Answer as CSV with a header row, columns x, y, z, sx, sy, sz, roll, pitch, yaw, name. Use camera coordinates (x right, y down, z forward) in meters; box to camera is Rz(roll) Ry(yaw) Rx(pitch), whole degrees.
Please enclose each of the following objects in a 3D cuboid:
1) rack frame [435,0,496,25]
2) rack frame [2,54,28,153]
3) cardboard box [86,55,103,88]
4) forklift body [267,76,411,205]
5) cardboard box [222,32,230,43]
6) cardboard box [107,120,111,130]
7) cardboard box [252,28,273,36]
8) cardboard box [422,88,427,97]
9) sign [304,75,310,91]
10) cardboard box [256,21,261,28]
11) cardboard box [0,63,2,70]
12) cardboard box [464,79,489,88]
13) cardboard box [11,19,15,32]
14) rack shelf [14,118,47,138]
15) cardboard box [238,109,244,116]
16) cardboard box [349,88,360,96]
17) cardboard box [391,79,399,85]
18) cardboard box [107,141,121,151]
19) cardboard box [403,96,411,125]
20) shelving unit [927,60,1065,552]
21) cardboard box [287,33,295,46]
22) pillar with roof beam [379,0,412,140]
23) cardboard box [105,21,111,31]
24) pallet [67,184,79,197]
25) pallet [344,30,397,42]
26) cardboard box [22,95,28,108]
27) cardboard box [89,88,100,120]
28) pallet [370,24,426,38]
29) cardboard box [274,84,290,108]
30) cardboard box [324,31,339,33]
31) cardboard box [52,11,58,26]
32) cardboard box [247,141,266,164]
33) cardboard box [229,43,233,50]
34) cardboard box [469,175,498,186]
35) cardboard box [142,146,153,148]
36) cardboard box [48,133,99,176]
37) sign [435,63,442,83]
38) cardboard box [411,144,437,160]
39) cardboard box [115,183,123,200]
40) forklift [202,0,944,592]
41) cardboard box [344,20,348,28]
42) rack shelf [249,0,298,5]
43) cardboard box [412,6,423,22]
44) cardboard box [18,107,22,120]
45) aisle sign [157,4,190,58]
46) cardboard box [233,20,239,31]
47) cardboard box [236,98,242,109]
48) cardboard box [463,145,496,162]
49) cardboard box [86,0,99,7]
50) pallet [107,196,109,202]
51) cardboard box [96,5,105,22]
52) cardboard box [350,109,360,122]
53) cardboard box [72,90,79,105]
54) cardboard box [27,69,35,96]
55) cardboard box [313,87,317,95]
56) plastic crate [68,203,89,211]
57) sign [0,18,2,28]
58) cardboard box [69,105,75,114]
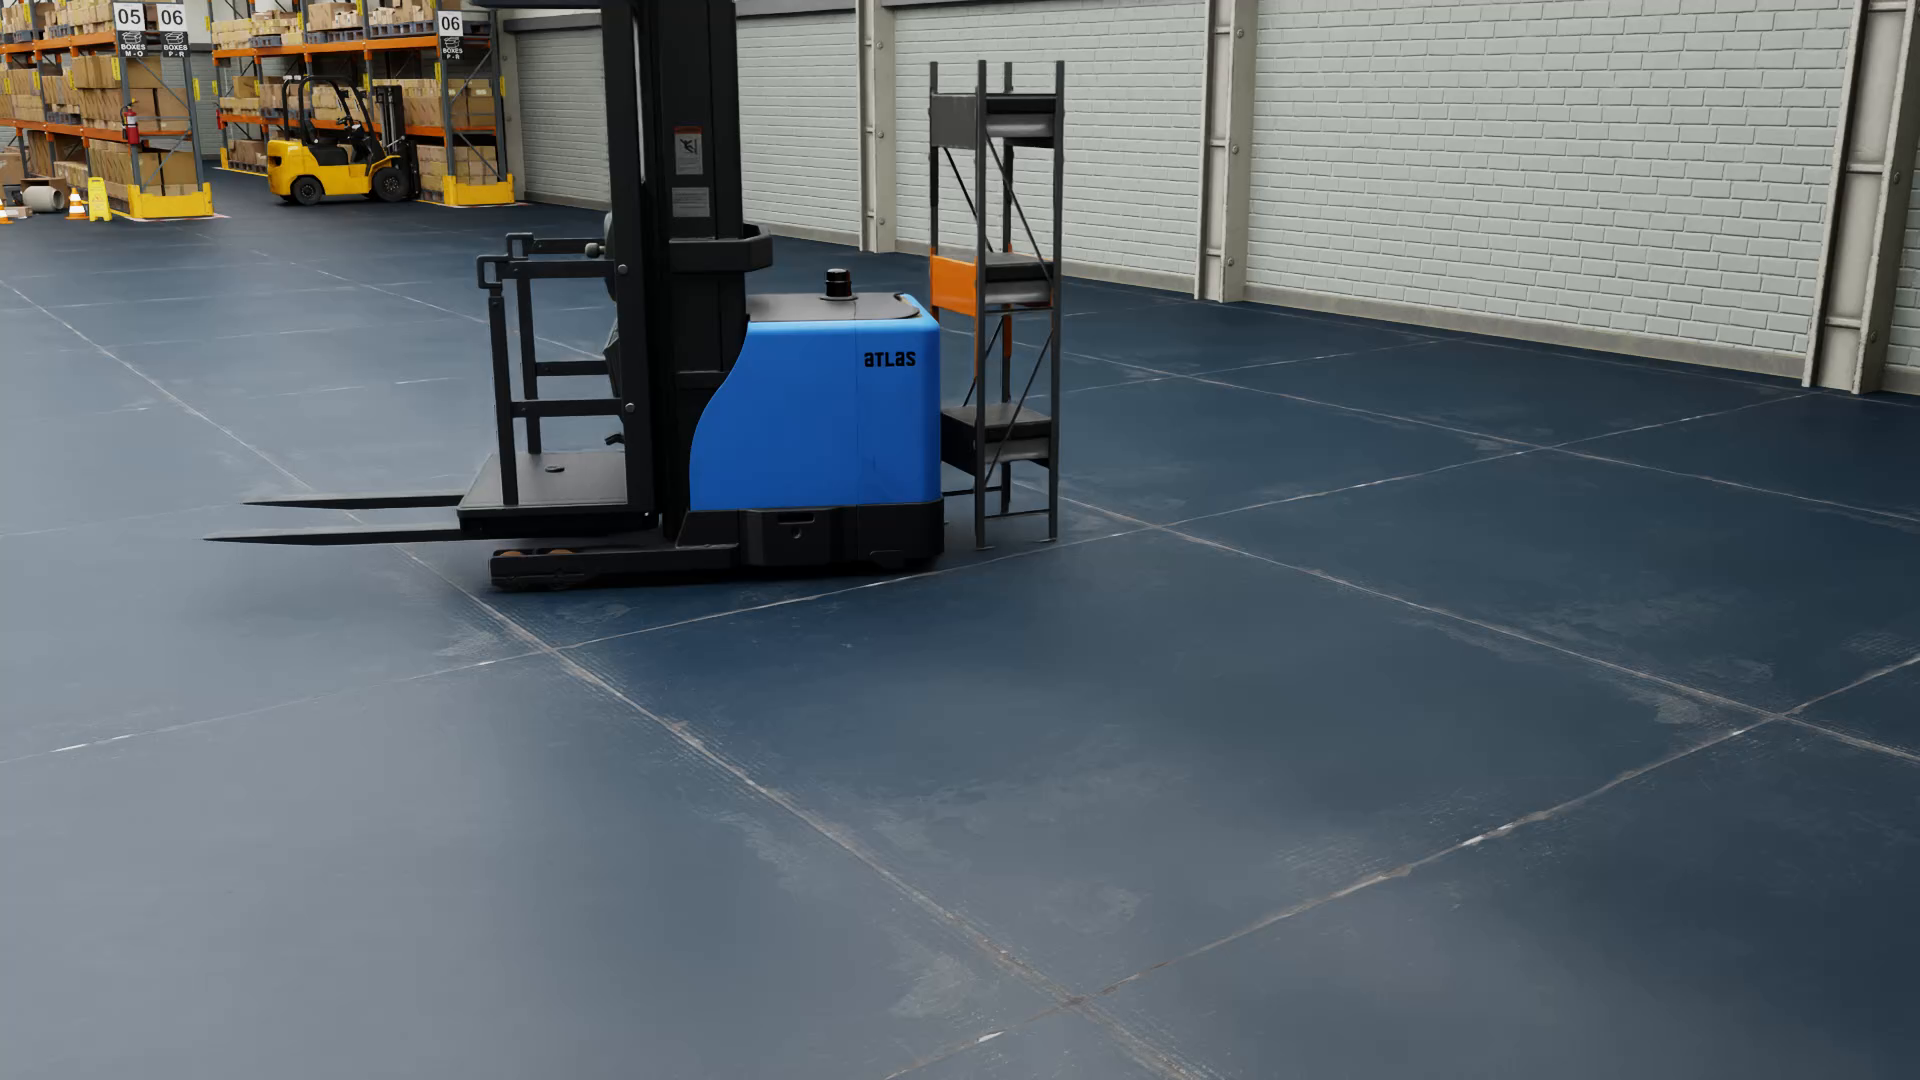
x,y,z,sx,sy,sz,roll,pitch,yaw,name
-8.395,-10.220,27.870,1.000,3.000,0.127,-11,19,-35,rack frame
-21.815,-9.972,38.327,1.000,3.000,0.127,-11,19,-35,rack frame
-13.559,-7.506,26.673,0.700,0.500,0.500,-11,19,-35,cardboard box
-10.986,-7.039,29.219,2.313,2.155,1.214,-11,19,-35,forklift body
-17.156,-11.907,39.437,0.500,0.250,0.500,-12,19,-36,cardboard box
-13.609,-6.743,27.006,0.380,0.149,0.250,-11,19,-35,cardboard box
-15.473,-11.279,36.913,0.380,0.149,0.250,-11,19,-34,cardboard box
-9.239,-7.888,29.294,0.380,0.149,0.250,-11,19,-35,cardboard box
-13.532,-9.469,34.446,0.100,0.325,0.005,-11,19,-35,sign
-15.300,-11.370,36.682,0.380,0.149,0.250,-11,19,-36,cardboard box
-20.603,-10.260,36.069,0.380,0.149,0.250,-11,19,-36,cardboard box
-8.420,-7.936,28.907,0.380,0.149,0.250,-11,19,-36,cardboard box
-18.672,-10.258,33.149,0.396,0.266,0.258,-9,18,-30,cardboard box
-18.287,-8.343,33.741,1.077,0.370,4.000,-11,19,-35,rack shelf
-16.943,-10.173,39.539,0.380,0.149,0.250,-10,18,-33,cardboard box
-11.657,-8.728,32.366,0.380,0.149,0.250,-12,19,-36,cardboard box
-10.173,-8.354,30.435,0.380,0.149,0.250,-11,19,-35,cardboard box
-13.659,-6.415,27.097,0.380,0.149,0.250,-10,18,-32,cardboard box
-9.800,-7.766,30.080,0.500,0.500,0.500,-11,19,-34,cardboard box
0.153,-1.043,7.411,0.431,2.100,0.503,-7,17,-24,shelving unit
-13.893,-10.588,35.182,0.500,0.250,0.500,-11,19,-34,cardboard box
-15.085,-11.122,31.164,9.100,9.000,0.400,-11,19,-35,pillar with roof beam
-13.017,-7.962,25.777,0.380,0.149,0.250,-11,19,-34,cardboard box
-15.940,-6.491,30.892,1.003,0.211,1.213,-11,19,-35,pallet
-11.276,-9.721,32.093,0.805,0.209,1.217,-12,19,-37,pallet
-18.529,-8.822,33.464,0.500,0.250,0.500,-12,19,-36,cardboard box
-14.128,-7.251,27.634,0.500,0.500,0.500,-11,19,-35,cardboard box
-10.224,-9.406,30.748,1.003,0.211,1.213,-11,19,-35,pallet
-14.581,-9.723,36.435,0.700,0.500,0.500,-11,19,-35,cardboard box
-13.120,-10.716,34.895,0.380,0.149,0.250,-11,19,-34,cardboard box
-16.192,-9.439,30.502,0.797,0.503,0.637,-11,19,-35,cardboard box
-16.438,-9.184,39.390,0.700,0.500,0.500,-12,19,-37,cardboard box
-16.980,-11.622,39.151,0.380,0.149,0.250,-11,19,-34,cardboard box
-8.526,-6.338,29.464,0.500,0.250,0.500,-11,19,-34,cardboard box
-14.195,-6.563,28.864,0.500,0.500,0.500,-11,19,-35,cardboard box
-17.450,-7.602,32.897,0.875,0.875,0.875,-11,19,-35,cardboard box
-8.842,-7.918,28.181,0.100,0.325,0.005,-11,19,-35,sign
-9.528,-6.949,29.803,0.500,0.250,0.500,-11,19,-34,cardboard box
-13.399,-5.674,27.038,0.500,0.250,0.500,-11,19,-34,cardboard box
-1.629,-1.350,6.957,3.031,2.935,1.130,-2,15,-8,forklift
-11.639,-9.945,32.037,0.380,0.149,0.250,-11,19,-35,cardboard box
-14.275,-11.815,35.820,1.077,0.370,4.000,-11,19,-35,rack shelf
-9.277,-9.143,28.887,0.396,0.266,0.258,-11,19,-34,cardboard box
-19.113,-8.800,34.330,0.500,0.250,0.500,-11,19,-36,cardboard box
-12.121,-7.844,25.628,0.394,0.787,0.004,-11,19,-35,aisle sign
-16.539,-11.935,38.591,0.500,0.250,0.500,-10,18,-34,cardboard box
-16.838,-10.354,39.445,0.500,0.250,0.500,-11,19,-36,cardboard box
-8.524,-6.817,29.320,0.500,0.250,0.500,-11,19,-35,cardboard box
-13.774,-8.614,26.650,0.380,0.149,0.250,-10,18,-33,cardboard box
-14.336,-5.926,28.829,1.003,0.211,1.213,-11,19,-35,pallet
-13.211,-8.250,26.076,0.500,0.250,0.500,-11,19,-35,cardboard box
-11.555,-8.282,32.437,0.500,0.250,0.500,-11,19,-35,cardboard box
-15.217,-7.867,29.087,0.500,0.500,0.500,-11,19,-36,cardboard box
-17.935,-8.972,32.591,0.500,0.500,0.500,-10,18,-34,cardboard box
-13.150,-9.282,34.389,0.380,0.149,0.250,-10,18,-33,cardboard box
-14.500,-5.538,27.660,0.583,0.080,0.402,10,18,33,plastic crate
-19.911,-10.765,34.416,0.100,0.325,0.005,-11,19,-35,sign
-15.607,-7.666,29.584,0.380,0.149,0.250,-11,19,-35,cardboard box
